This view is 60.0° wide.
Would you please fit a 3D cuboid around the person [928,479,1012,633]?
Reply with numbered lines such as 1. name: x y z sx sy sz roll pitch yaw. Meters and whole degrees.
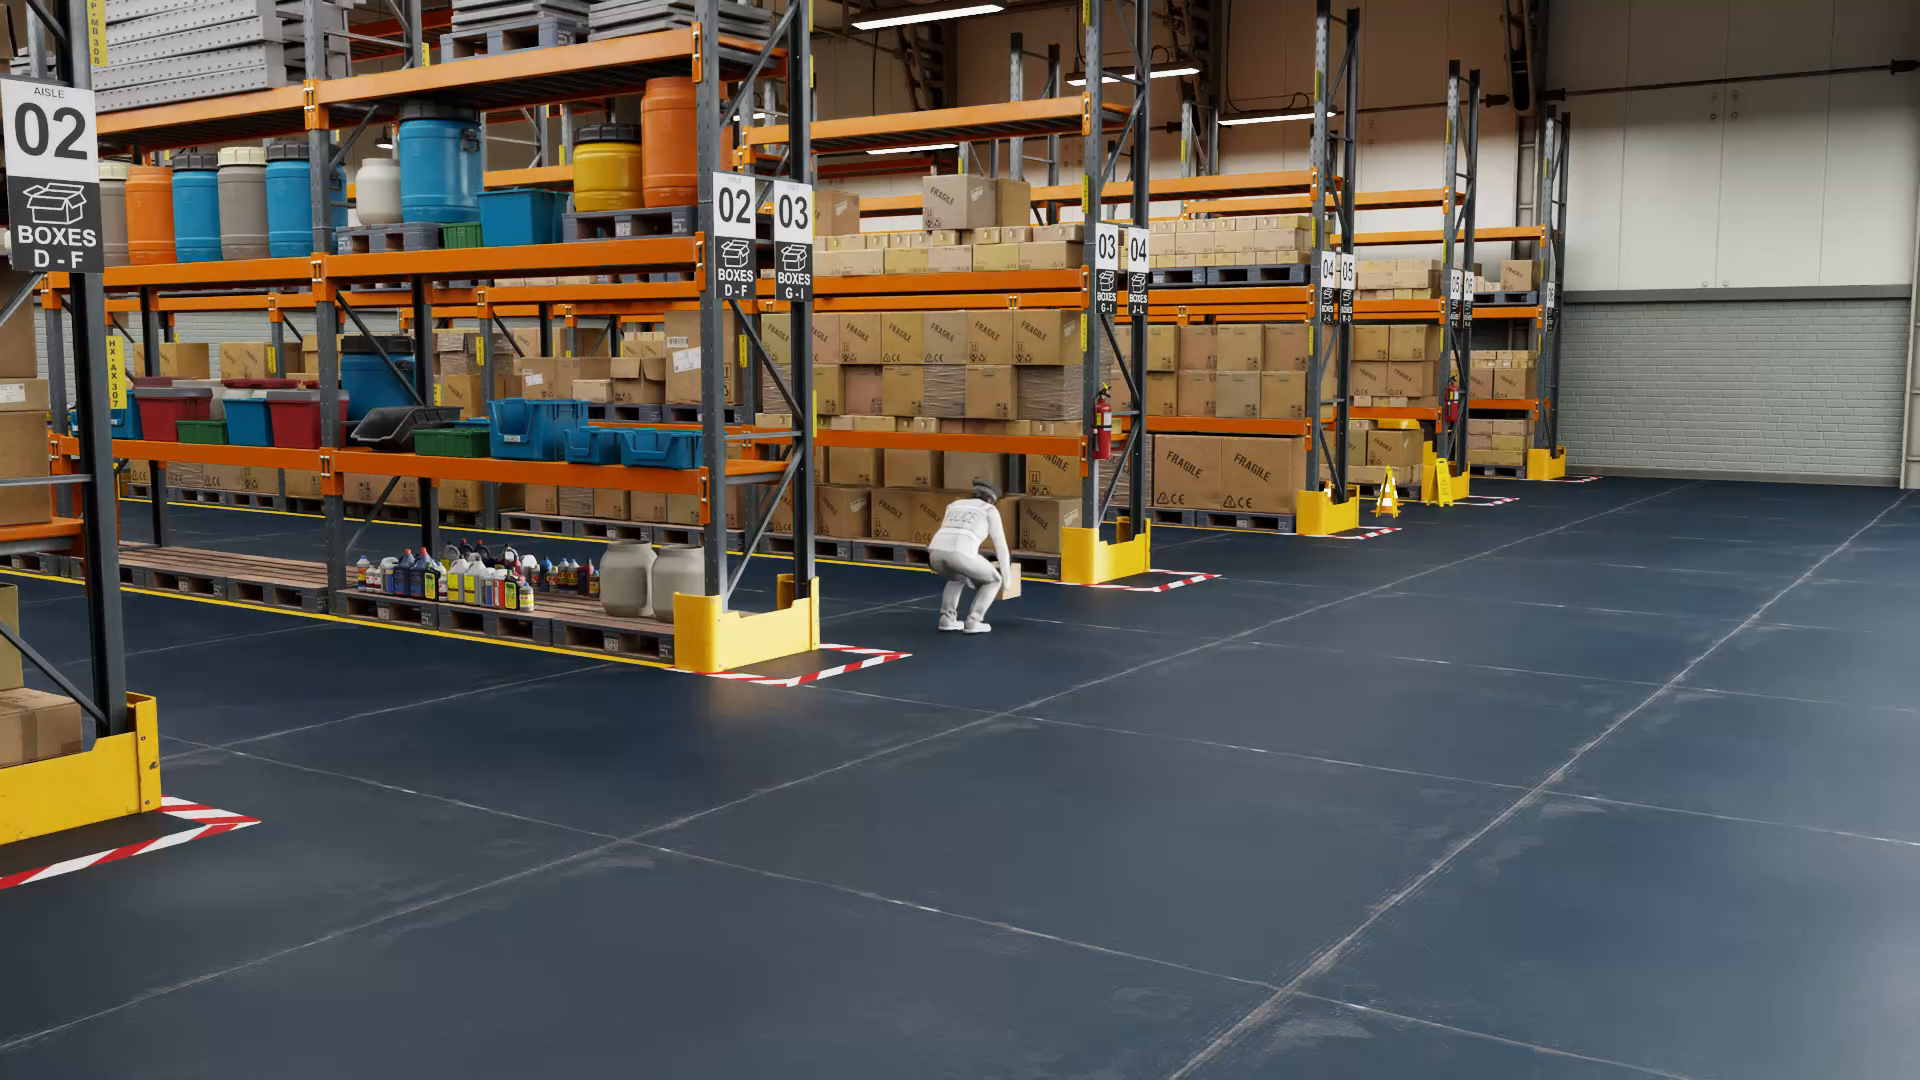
1. person: 0.056 0.117 12.440 0.512 1.116 0.808 4 8 33
